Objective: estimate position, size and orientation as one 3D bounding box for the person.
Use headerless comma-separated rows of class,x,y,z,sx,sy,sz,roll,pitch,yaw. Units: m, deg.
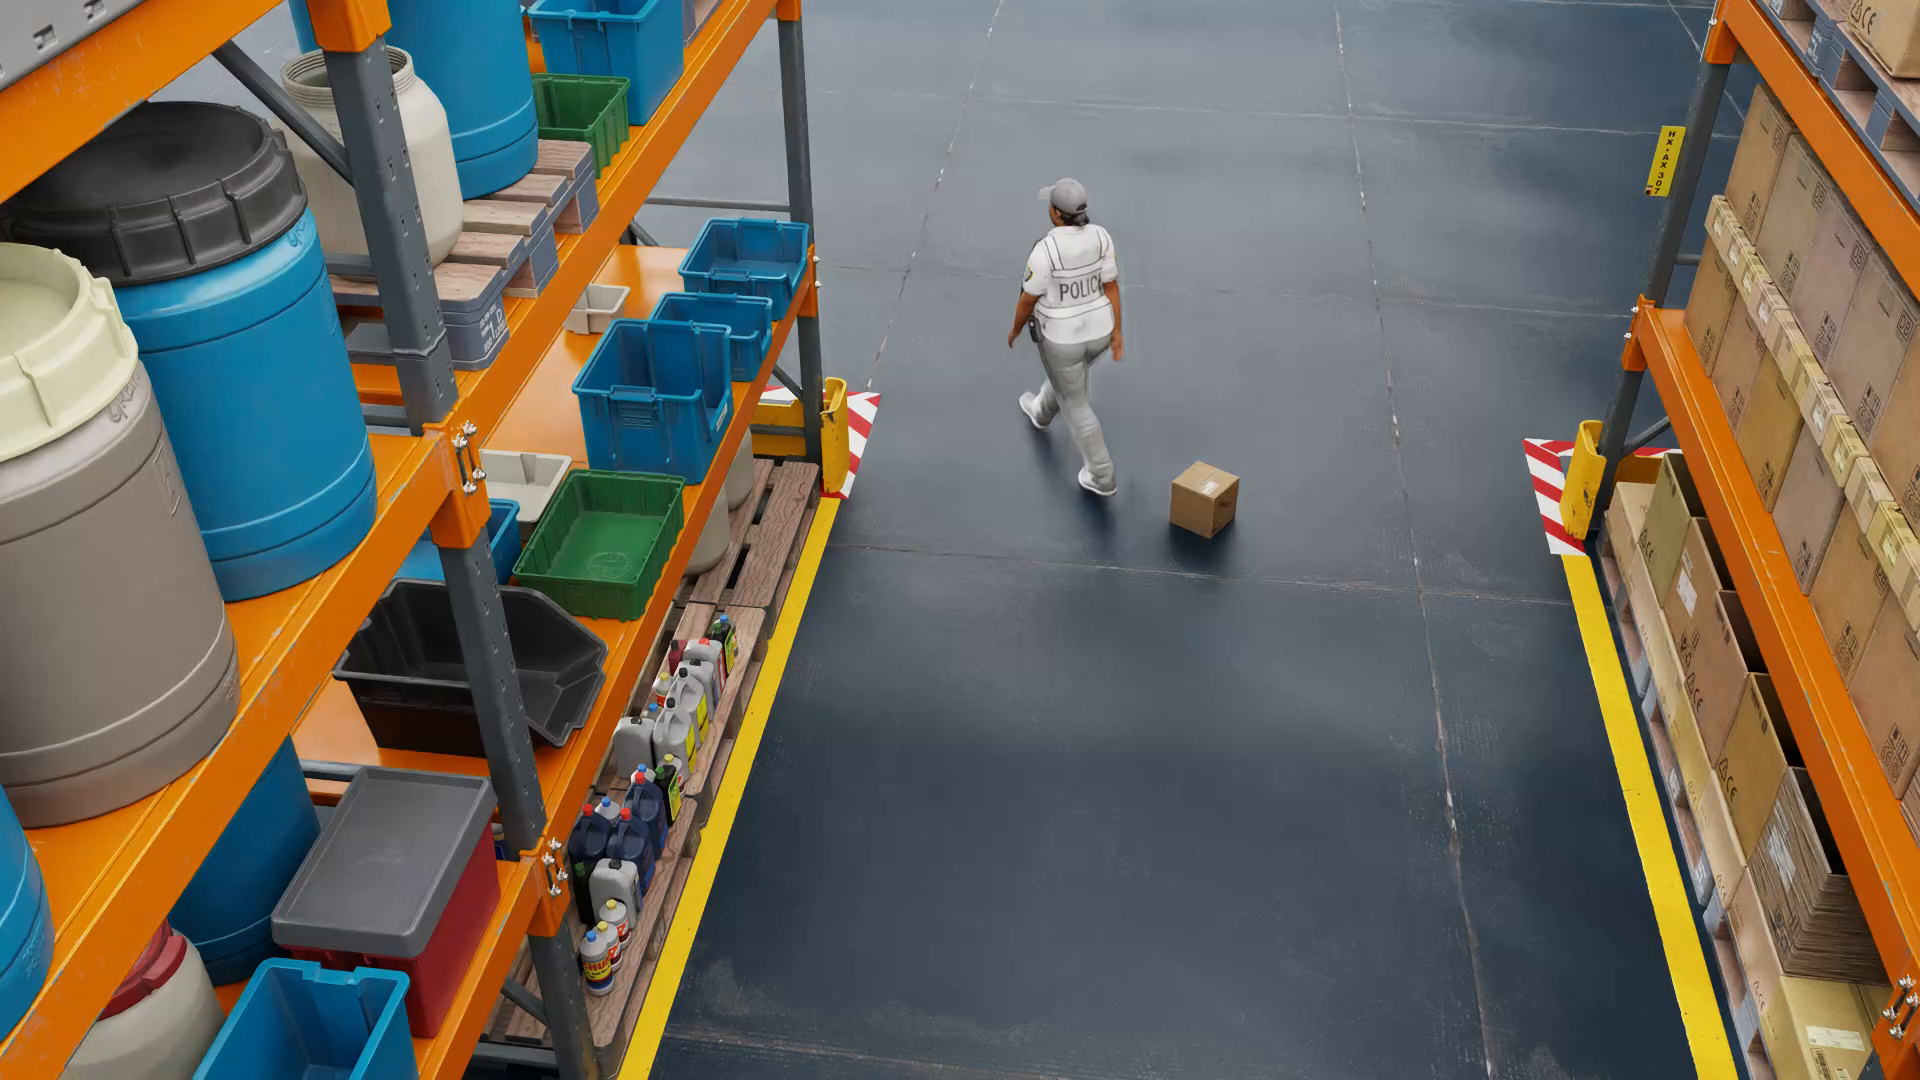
person,0.520,-1.093,8.524,0.489,1.593,1.060,-23,42,-28
